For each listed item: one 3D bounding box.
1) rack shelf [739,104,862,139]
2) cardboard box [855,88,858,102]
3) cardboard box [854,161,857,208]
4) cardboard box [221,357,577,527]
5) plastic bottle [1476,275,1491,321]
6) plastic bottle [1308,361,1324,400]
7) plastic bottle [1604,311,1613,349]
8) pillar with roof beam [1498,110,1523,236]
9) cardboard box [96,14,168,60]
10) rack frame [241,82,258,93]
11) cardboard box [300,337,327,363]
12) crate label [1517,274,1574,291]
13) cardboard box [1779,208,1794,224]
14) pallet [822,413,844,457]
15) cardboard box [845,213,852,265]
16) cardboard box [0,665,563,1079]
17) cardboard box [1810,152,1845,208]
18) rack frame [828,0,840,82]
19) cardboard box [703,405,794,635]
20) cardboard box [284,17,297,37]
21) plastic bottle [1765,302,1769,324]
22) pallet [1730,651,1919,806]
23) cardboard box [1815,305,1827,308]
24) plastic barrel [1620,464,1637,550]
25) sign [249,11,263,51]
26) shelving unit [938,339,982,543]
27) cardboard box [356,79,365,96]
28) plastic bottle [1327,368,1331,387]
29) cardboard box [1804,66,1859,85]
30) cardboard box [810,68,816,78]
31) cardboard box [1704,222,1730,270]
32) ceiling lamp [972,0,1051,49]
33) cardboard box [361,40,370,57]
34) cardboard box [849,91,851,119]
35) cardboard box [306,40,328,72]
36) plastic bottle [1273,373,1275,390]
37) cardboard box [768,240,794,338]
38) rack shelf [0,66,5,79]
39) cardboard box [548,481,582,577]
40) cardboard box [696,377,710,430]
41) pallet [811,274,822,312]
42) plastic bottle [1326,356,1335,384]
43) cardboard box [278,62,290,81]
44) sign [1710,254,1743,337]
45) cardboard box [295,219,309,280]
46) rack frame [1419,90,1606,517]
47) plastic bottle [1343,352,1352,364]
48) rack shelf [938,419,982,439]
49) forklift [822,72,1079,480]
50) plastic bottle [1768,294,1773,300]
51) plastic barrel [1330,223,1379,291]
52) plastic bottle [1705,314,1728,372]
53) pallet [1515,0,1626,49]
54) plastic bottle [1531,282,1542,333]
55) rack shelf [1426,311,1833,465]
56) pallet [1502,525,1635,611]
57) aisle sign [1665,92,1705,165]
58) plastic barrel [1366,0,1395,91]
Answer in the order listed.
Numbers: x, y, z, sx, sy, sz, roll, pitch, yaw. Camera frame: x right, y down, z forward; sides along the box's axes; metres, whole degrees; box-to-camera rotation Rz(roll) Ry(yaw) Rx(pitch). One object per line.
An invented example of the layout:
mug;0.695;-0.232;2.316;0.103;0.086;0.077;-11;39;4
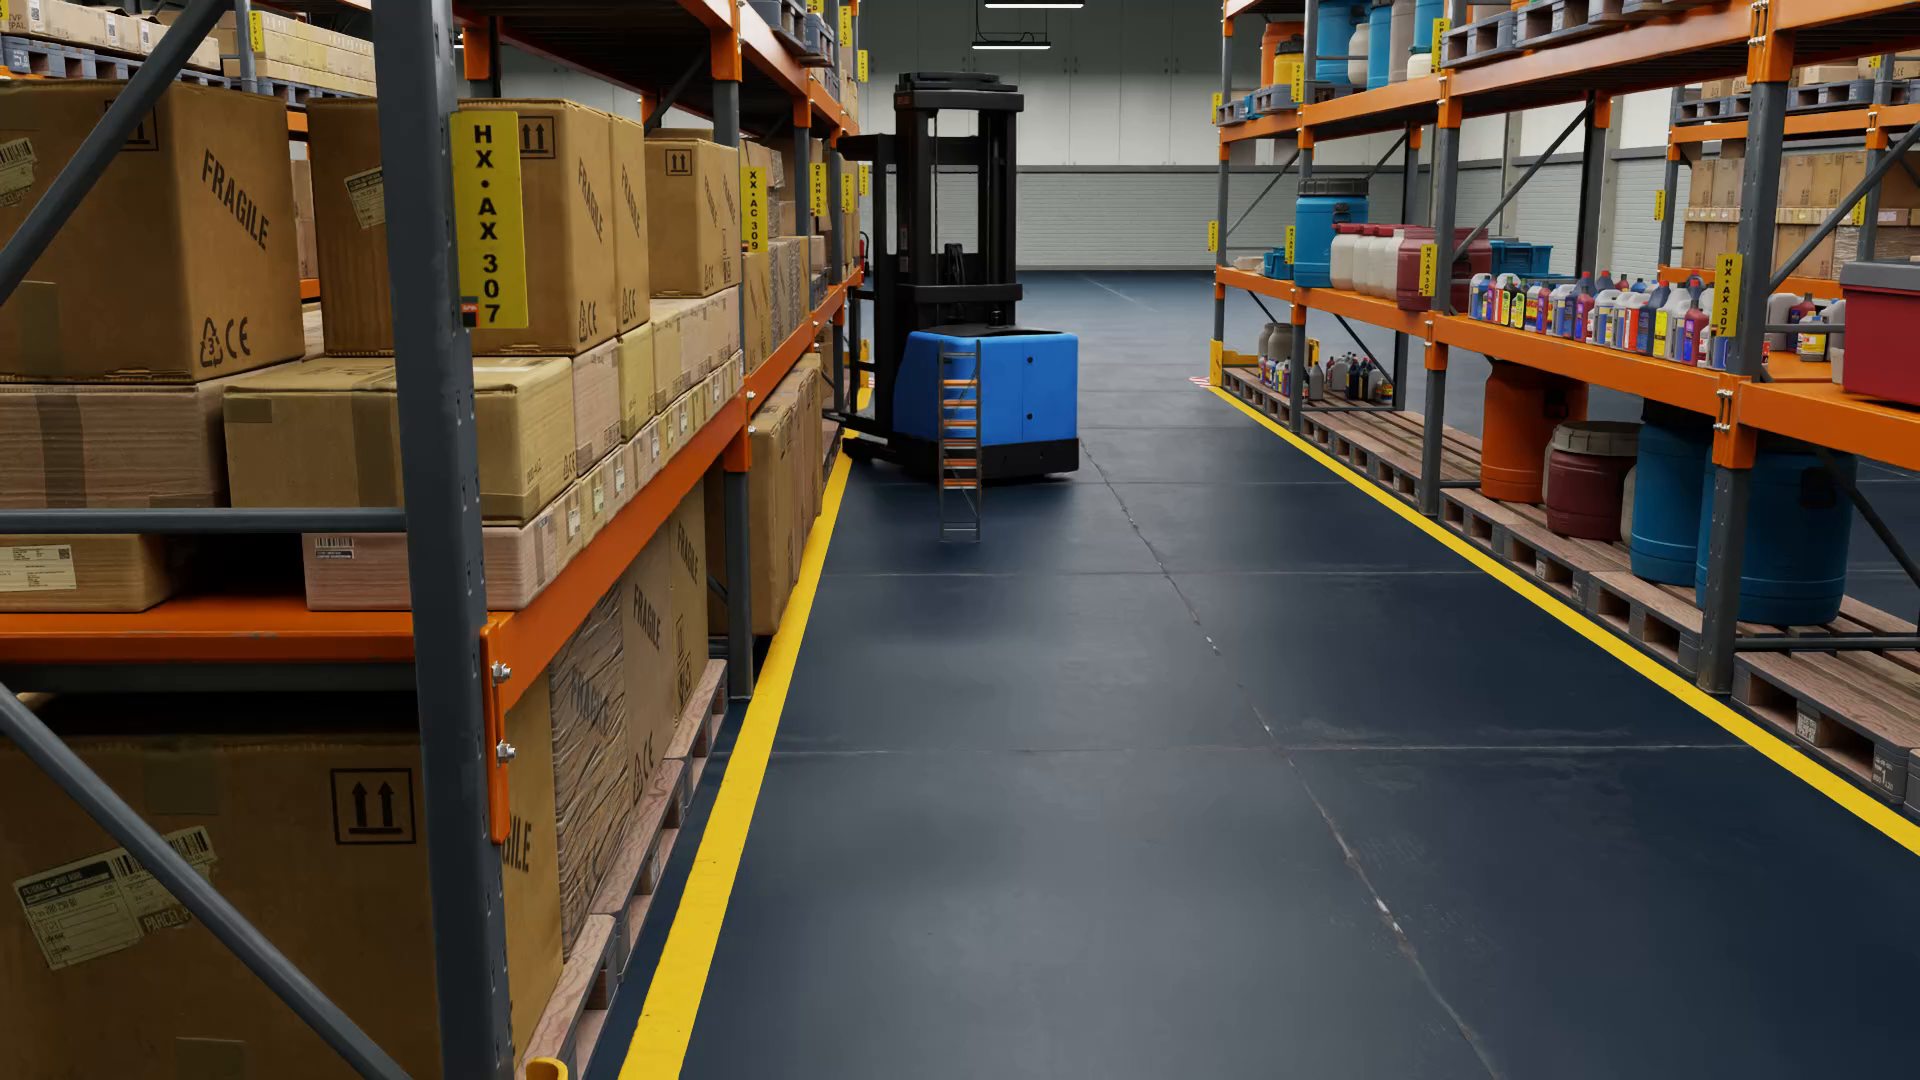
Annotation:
rack shelf;-1.562;-3.923;16.118;1.077;0.370;4.000;0;11;-1
cardboard box;-1.286;-4.741;17.715;0.380;0.149;0.250;0;11;-1
cardboard box;-1.329;-3.680;17.142;0.500;0.500;0.500;0;11;-1
cardboard box;-1.013;-0.192;3.088;0.500;0.250;0.500;-1;11;-3
plastic bottle;3.174;-1.460;10.034;0.097;0.271;0.097;0;11;0
plastic bottle;3.274;-1.473;15.333;0.144;0.351;0.185;0;11;-1
plastic bottle;3.214;-1.040;8.143;0.097;0.201;0.097;0;11;0
pillar with roof beam;9.332;-10.822;40.769;9.100;9.000;0.548;0;11;-1
cardboard box;-6.226;-3.742;12.329;0.500;0.311;0.500;-1;11;-3
rack frame;-6.482;-2.408;14.383;1.000;3.000;0.127;0;11;-1
cardboard box;-1.558;-0.291;3.579;0.500;0.250;0.500;0;11;-2
crate label;3.880;-1.637;11.003;0.303;0.233;0.416;0;11;-1
cardboard box;8.139;-3.121;16.014;0.380;0.149;0.250;0;11;0
pallet;-1.503;-0.887;13.899;1.003;0.211;1.213;0;11;-1
cardboard box;-1.444;-2.792;15.278;0.875;0.500;0.500;0;11;-1
cardboard box;-1.366;0.686;3.422;0.875;0.875;0.875;0;11;-1
cardboard box;8.356;-3.322;15.373;0.700;0.500;0.500;0;11;-1
rack frame;-1.521;-5.348;13.788;1.000;3.000;0.127;0;11;-1
cardboard box;-1.389;-0.110;7.342;1.225;0.875;0.875;0;11;-1
cardboard box;-6.161;-4.575;14.841;0.380;0.149;0.250;0;11;-2
plastic bottle;3.796;-1.054;8.024;0.152;0.276;0.135;0;11;-1
pallet;3.650;0.674;6.204;1.003;0.211;1.213;0;11;-1
cardboard box;8.645;-2.165;17.159;0.500;0.500;0.500;0;11;-1
plastic barrel;3.665;-0.186;8.634;0.421;0.512;0.421;0;11;0
sign;-5.940;-4.290;14.023;0.100;0.325;0.005;0;11;-1
shelving unit;0.000;-0.591;9.954;0.258;1.200;0.189;0;11;-1
cardboard box;-6.198;-4.538;16.661;0.380;0.149;0.250;0;11;-2
plastic bottle;3.681;-1.623;16.444;0.097;0.201;0.097;0;11;0
cardboard box;8.085;-4.308;15.429;0.380;0.149;0.250;0;11;-1
cardboard box;-1.194;-3.104;10.648;0.500;0.250;0.500;0;11;0
cardboard box;8.313;-3.095;17.519;0.700;0.500;0.500;0;11;0
ceiling lamp;1.295;-14.074;42.119;2.000;3.185;0.800;0;11;-1
cardboard box;-6.203;-4.978;16.826;0.380;0.149;0.250;0;11;0
cardboard box;-1.309;-4.204;16.069;0.500;0.250;0.500;0;11;-2
cardboard box;-6.235;-4.504;15.492;0.500;0.250;0.500;0;11;-2
plastic bottle;3.090;-1.558;16.124;0.097;0.201;0.097;0;11;0
cardboard box;-1.162;-1.363;8.980;0.500;0.500;0.500;-1;11;-3
rack shelf;-6.358;-2.333;8.278;1.077;0.370;4.000;0;11;-1
cardboard box;-0.957;-0.023;3.258;0.380;0.149;0.250;0;11;-2
cardboard box;-1.000;-0.431;5.271;0.380;0.149;0.250;0;11;0
pallet;-1.560;-1.660;11.181;1.213;0.211;1.003;0;11;-1
plastic bottle;3.696;-1.694;16.590;0.061;0.283;0.133;0;11;-1
cardboard box;-6.157;-4.135;14.676;0.380;0.149;0.250;0;11;-1
sign;3.046;-0.972;6.610;0.100;0.325;0.005;0;11;-1
cardboard box;-6.536;-2.664;15.268;0.875;0.550;0.550;0;11;-1
rack frame;3.514;-1.633;10.566;1.000;3.000;0.127;0;11;-1
plastic bottle;3.813;-1.667;16.288;0.144;0.351;0.185;0;11;1
rack shelf;0.000;-0.665;9.939;0.258;0.103;0.180;0;11;-1
forklift;-0.283;-2.092;12.997;1.130;2.935;3.031;-6;13;-28
plastic bottle;3.944;-1.101;8.255;0.152;0.276;0.135;0;11;-1
plastic barrel;3.231;-2.304;13.530;0.433;0.535;0.433;0;11;0
plastic bottle;3.265;-0.854;7.039;0.152;0.276;0.135;0;11;-1
pallet;3.456;-2.597;8.244;1.003;0.211;1.213;0;11;-1
plastic bottle;3.193;-1.276;9.128;0.097;0.271;0.097;0;11;0
rack shelf;3.555;-0.883;8.678;1.077;0.370;4.000;0;11;-1
pallet;3.594;0.132;8.879;1.003;0.211;1.213;0;11;-1
aisle sign;7.993;-4.529;18.301;0.394;0.787;0.004;0;11;-1
plastic barrel;3.658;-4.044;13.643;0.600;0.901;0.708;0;11;-1
